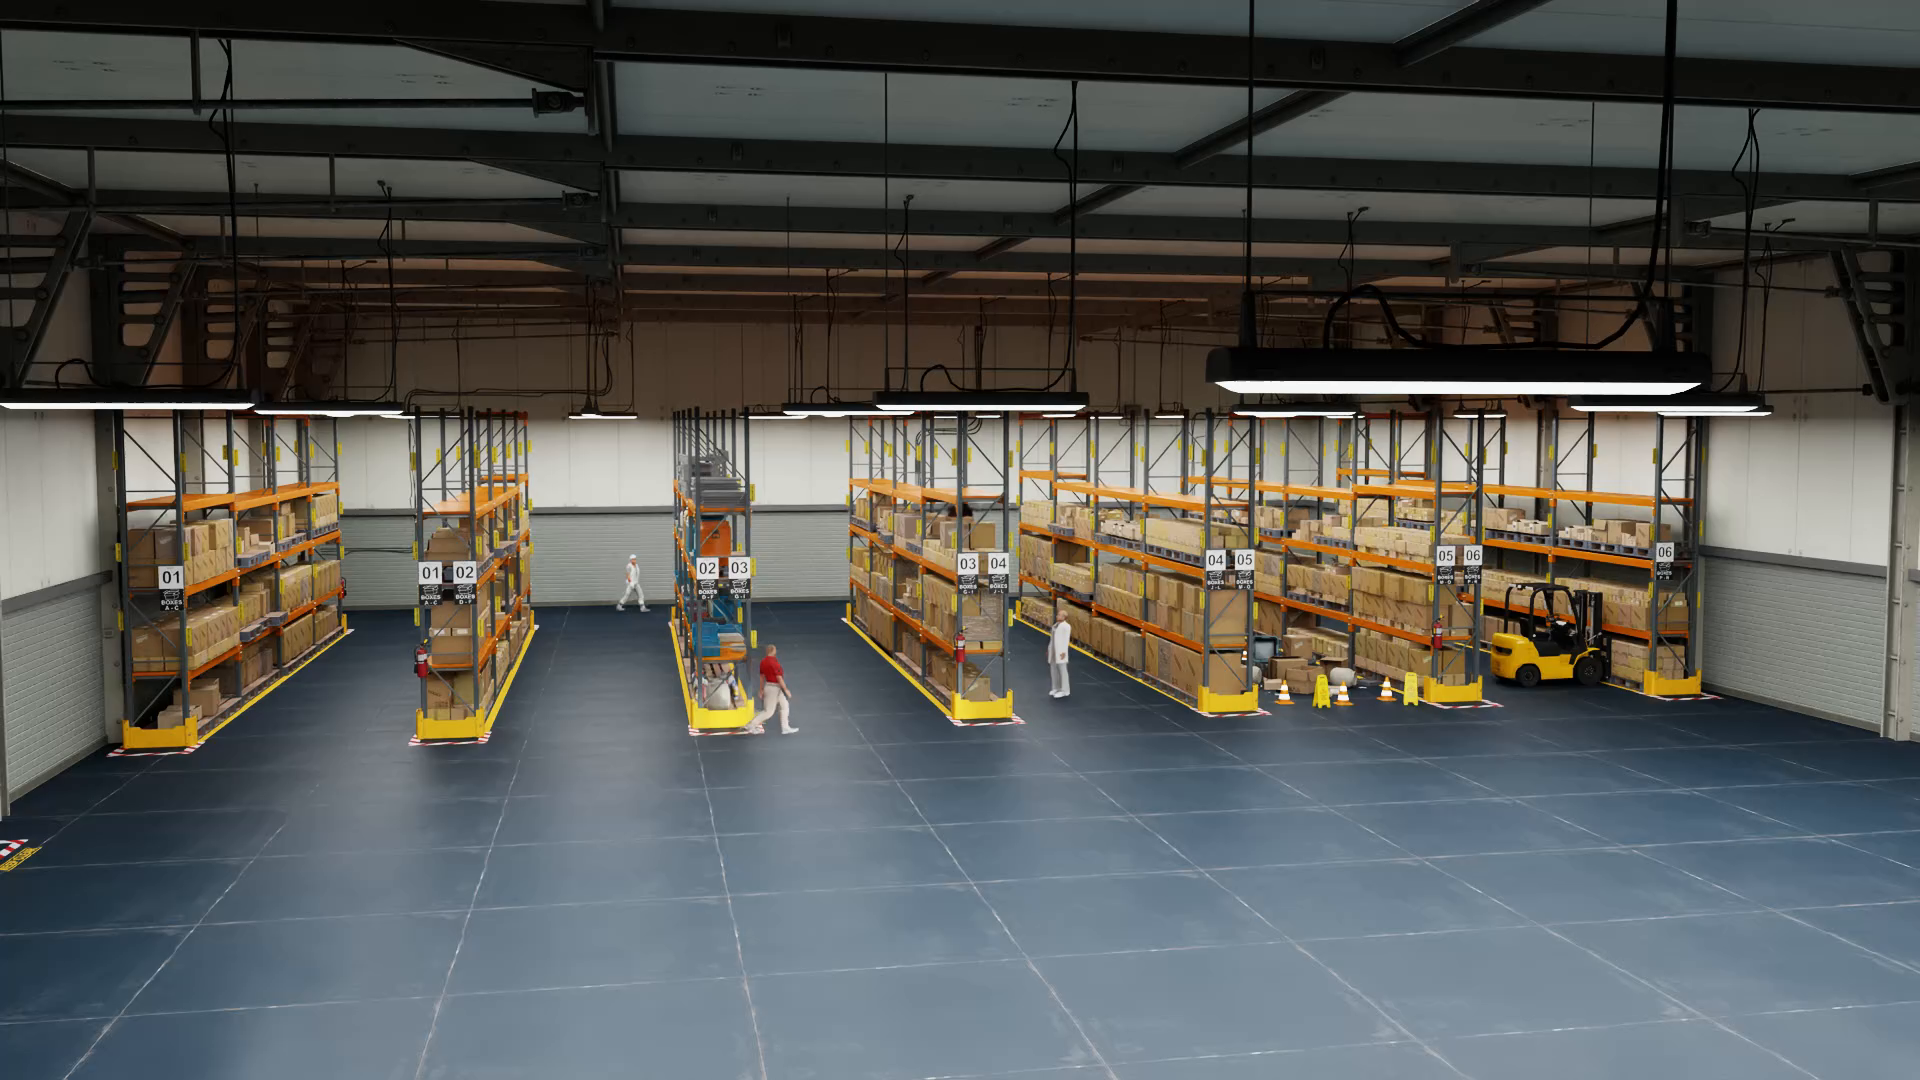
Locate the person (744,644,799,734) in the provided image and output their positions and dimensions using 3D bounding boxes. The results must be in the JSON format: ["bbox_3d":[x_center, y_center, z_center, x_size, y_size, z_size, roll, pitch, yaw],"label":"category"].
[{"bbox_3d":[-3.433,2.729,30.250,1.005,1.670,0.544,-1,4,-9],"label":"person"}]

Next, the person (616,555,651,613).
[{"bbox_3d":[-9.796,1.318,49.836,1.041,1.751,0.631,1,4,12],"label":"person"}]

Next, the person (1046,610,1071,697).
[{"bbox_3d":[2.031,2.360,34.811,0.498,1.771,0.602,-4,6,-42],"label":"person"}]
